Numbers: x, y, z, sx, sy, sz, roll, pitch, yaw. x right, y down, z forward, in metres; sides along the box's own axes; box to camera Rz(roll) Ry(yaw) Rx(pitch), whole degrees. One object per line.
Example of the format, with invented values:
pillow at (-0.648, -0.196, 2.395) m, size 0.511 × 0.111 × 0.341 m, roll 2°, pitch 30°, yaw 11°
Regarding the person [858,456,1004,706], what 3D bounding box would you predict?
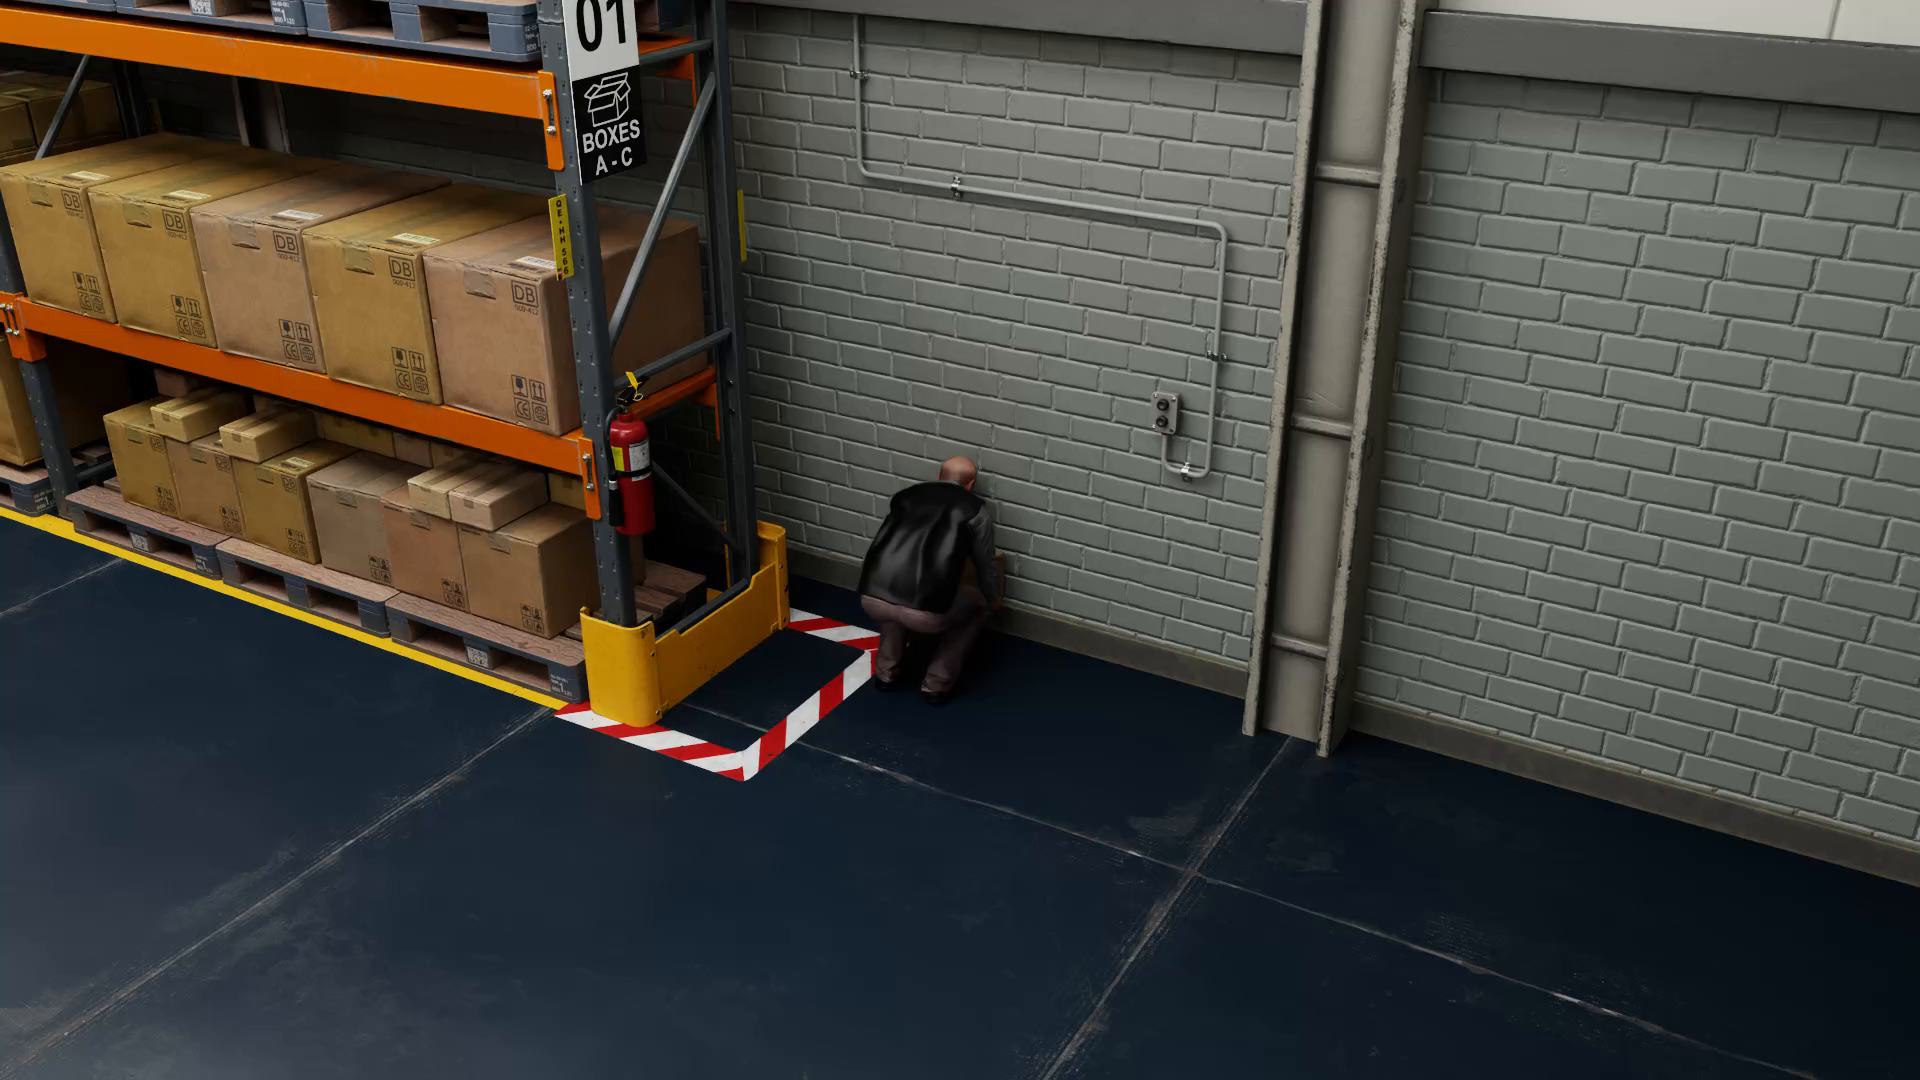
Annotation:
person at (-0.125, 0.198, 7.633) m, size 0.511 × 0.940 × 0.905 m, roll 12°, pitch 29°, yaw 23°
